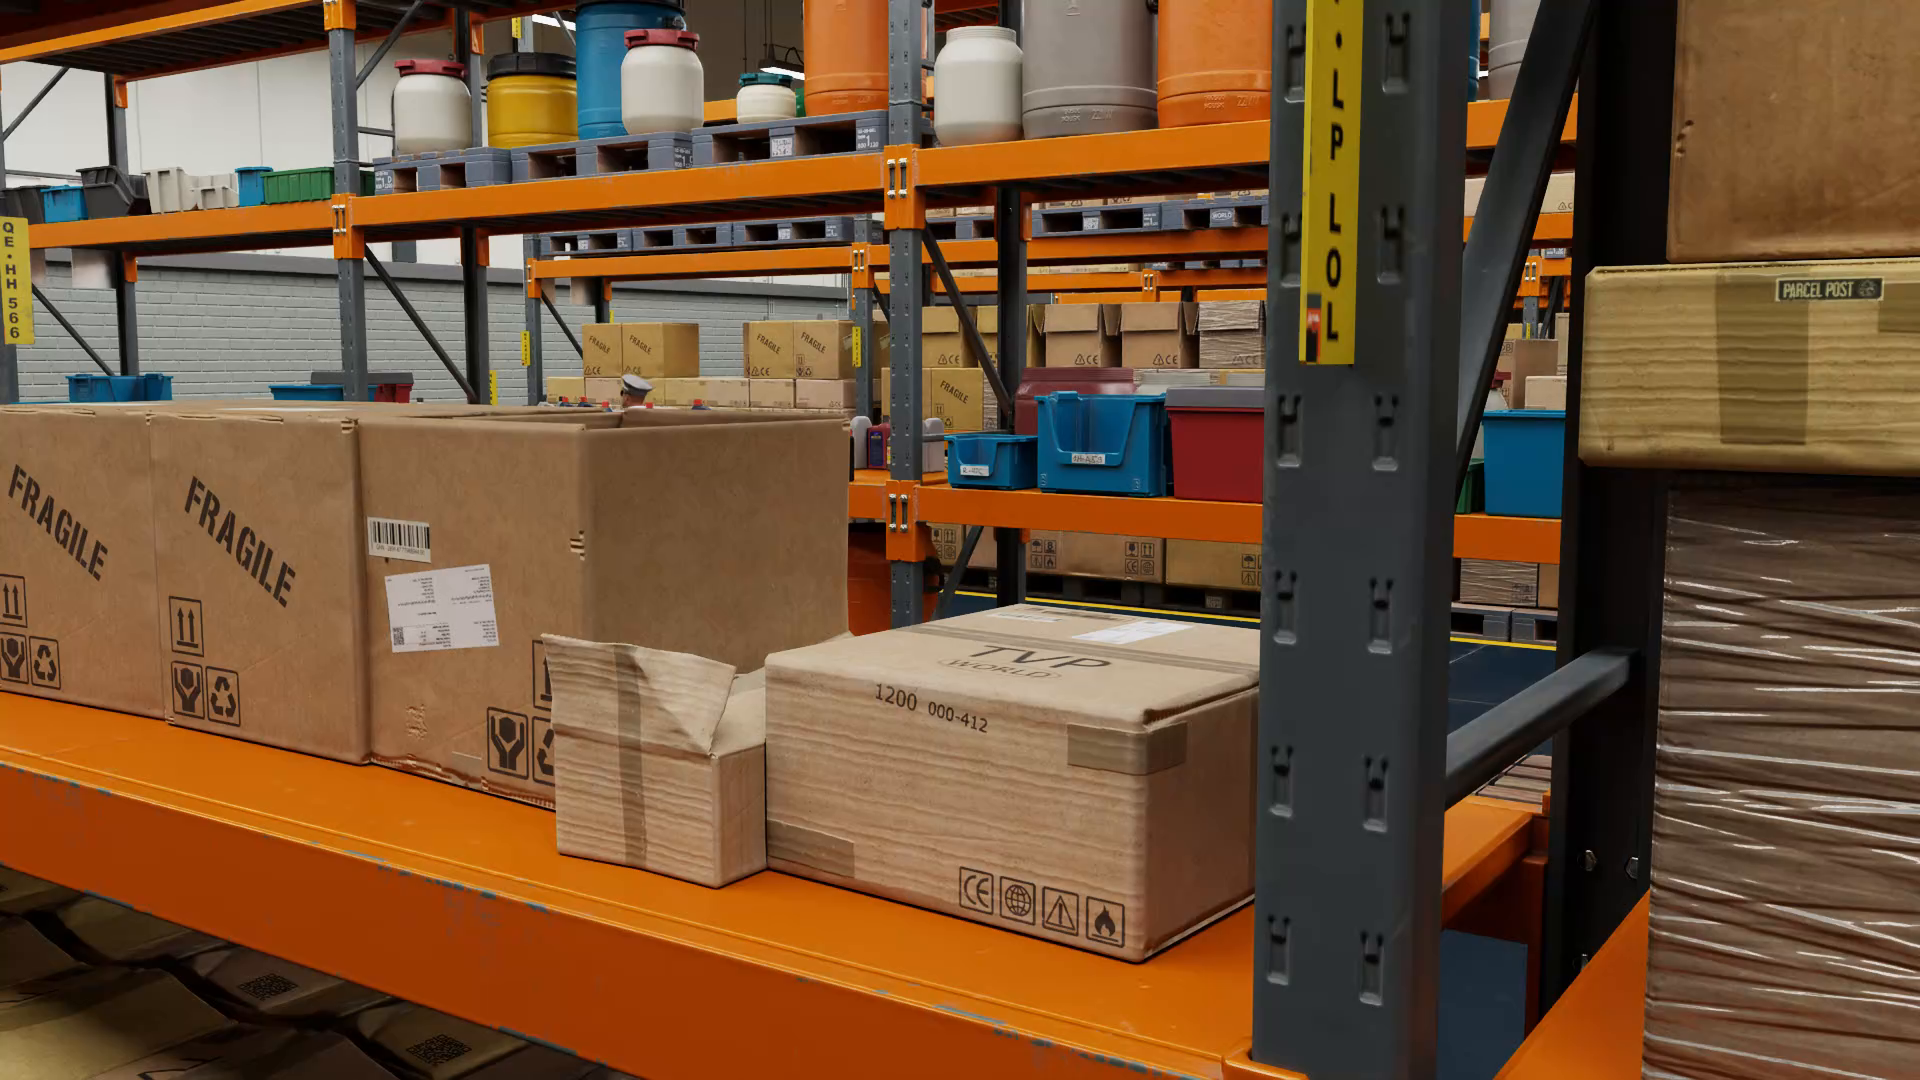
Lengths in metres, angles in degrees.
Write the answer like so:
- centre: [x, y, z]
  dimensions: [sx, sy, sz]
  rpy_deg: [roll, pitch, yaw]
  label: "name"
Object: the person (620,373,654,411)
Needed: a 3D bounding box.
- centre: [-2.595, -0.448, 13.116]
  dimensions: [0.531, 1.724, 1.007]
  rpy_deg: [-6, 8, -42]
  label: "person"
